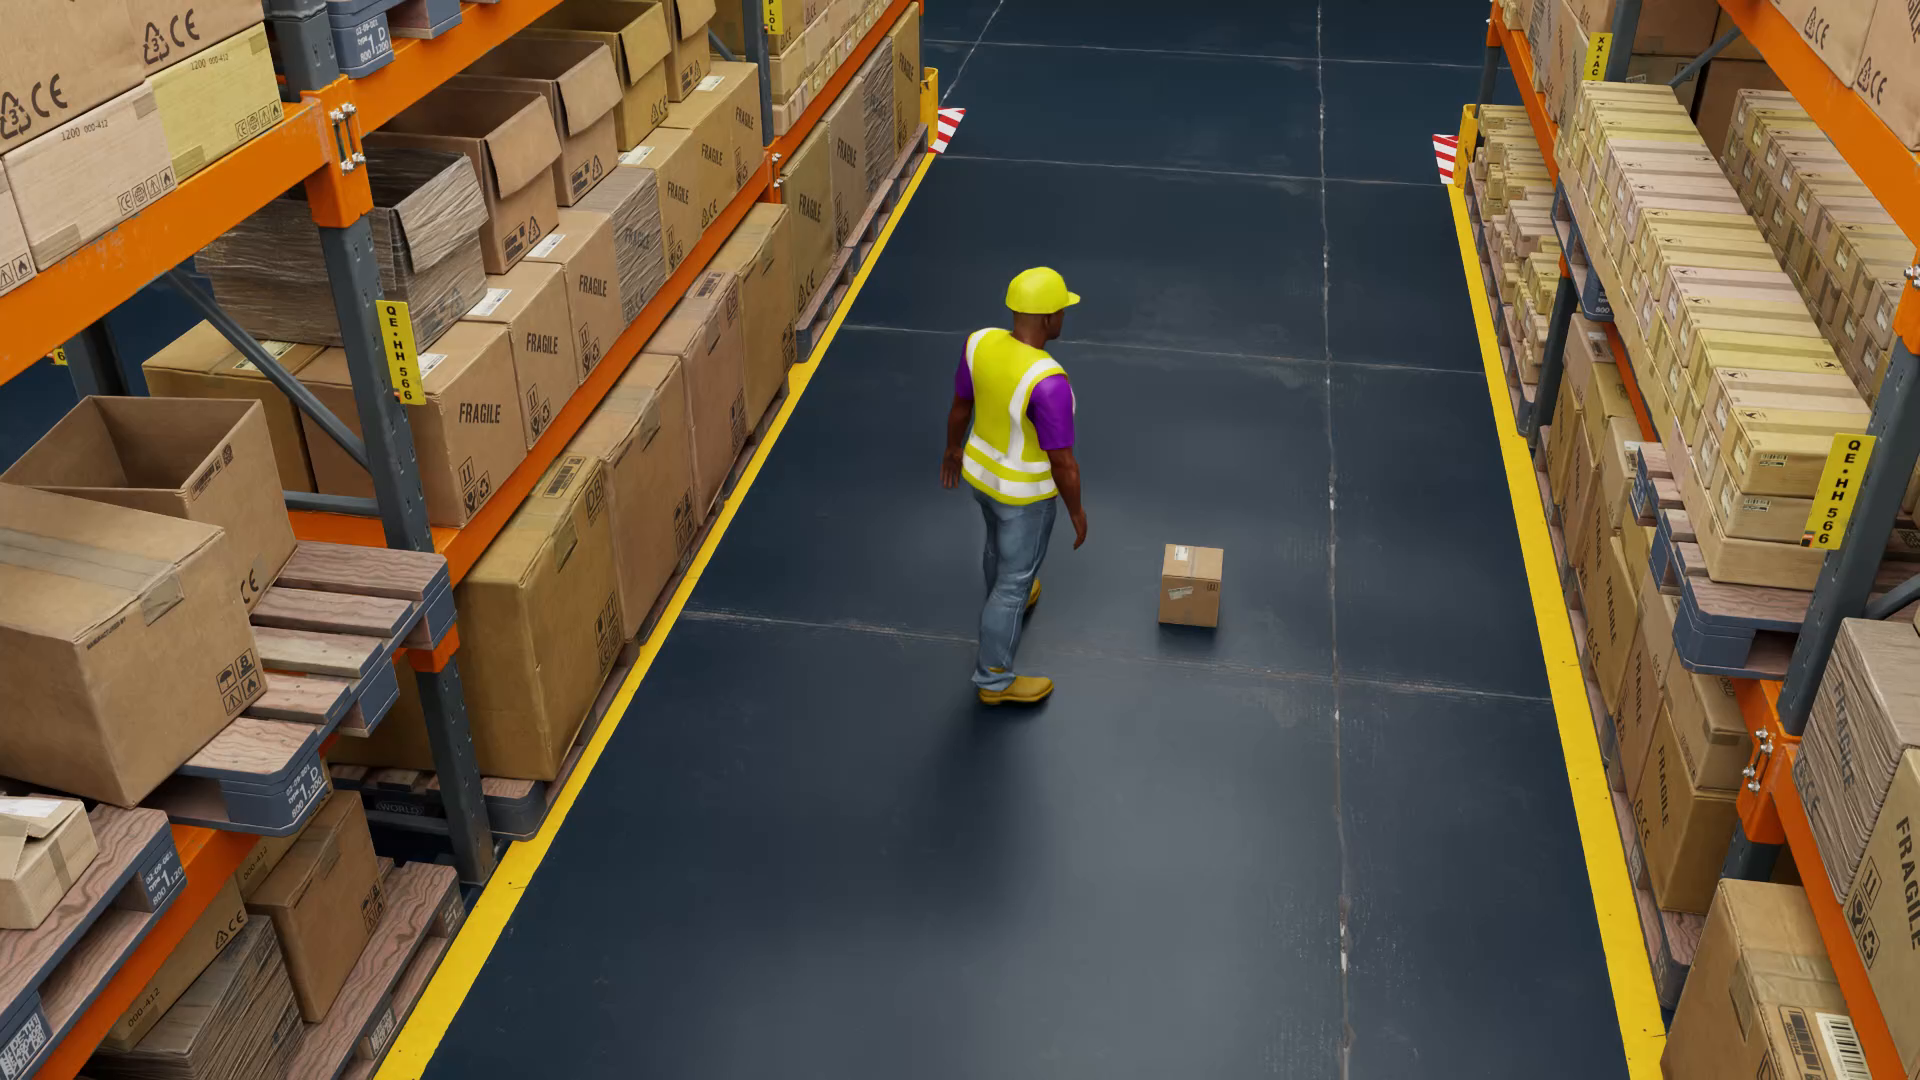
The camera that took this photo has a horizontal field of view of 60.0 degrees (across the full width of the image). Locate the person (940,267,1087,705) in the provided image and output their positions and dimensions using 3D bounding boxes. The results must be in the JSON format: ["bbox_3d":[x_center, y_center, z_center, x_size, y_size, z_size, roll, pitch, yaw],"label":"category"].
[{"bbox_3d":[0.255,-0.258,6.499,0.692,1.749,0.732,-21,38,-30],"label":"person"}]
